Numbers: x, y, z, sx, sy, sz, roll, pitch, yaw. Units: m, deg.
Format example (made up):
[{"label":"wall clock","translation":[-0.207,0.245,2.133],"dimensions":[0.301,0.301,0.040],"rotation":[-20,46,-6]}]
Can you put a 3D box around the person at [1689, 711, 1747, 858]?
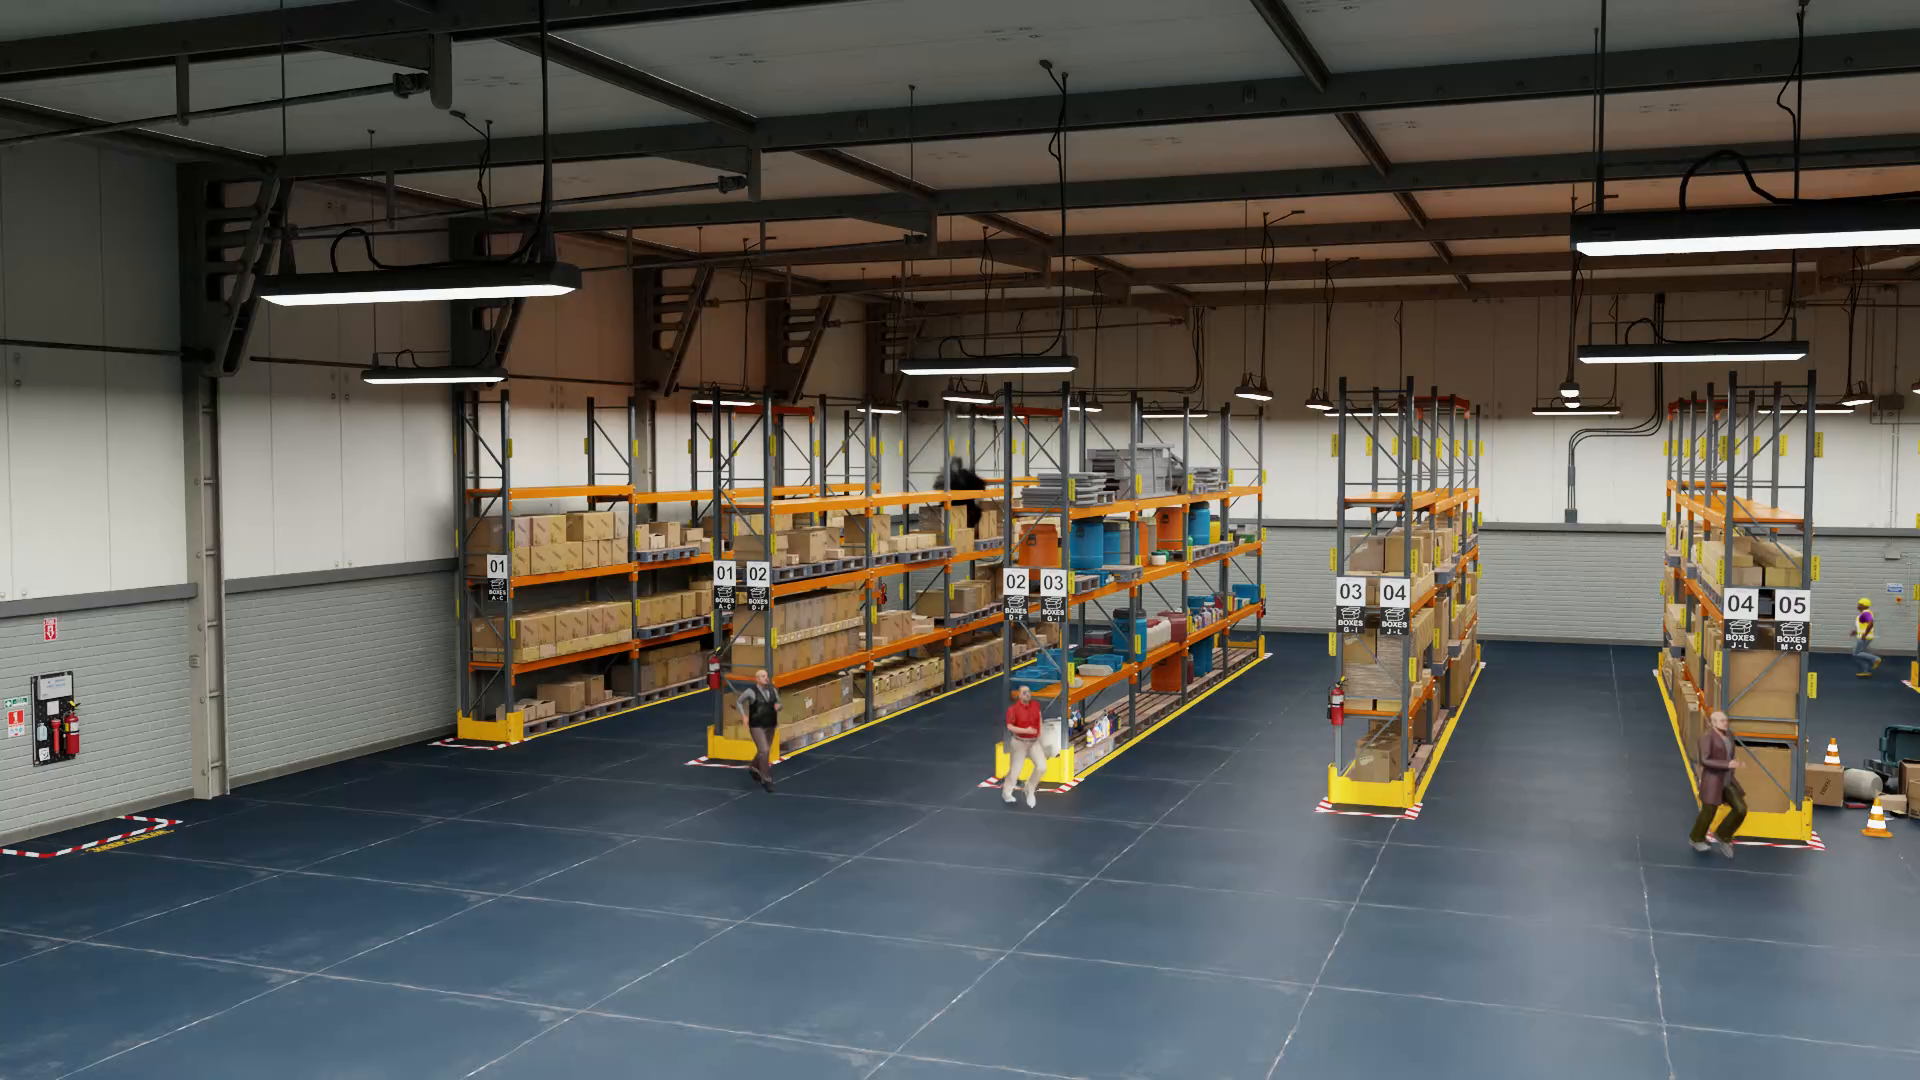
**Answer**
[{"label":"person","translation":[9.295,2.994,20.361],"dimensions":[0.699,1.803,0.812],"rotation":[-1,3,-23]}]

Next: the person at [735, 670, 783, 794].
[{"label":"person","translation":[-2.903,2.783,24.416],"dimensions":[0.637,1.762,0.859],"rotation":[-3,4,-43]}]

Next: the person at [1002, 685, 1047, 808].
[{"label":"person","translation":[0.924,2.868,23.179],"dimensions":[0.675,1.718,0.871],"rotation":[-2,3,-26]}]

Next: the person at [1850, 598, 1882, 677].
[{"label":"person","translation":[19.846,2.140,36.432],"dimensions":[0.655,1.725,0.732],"rotation":[2,4,32]}]
